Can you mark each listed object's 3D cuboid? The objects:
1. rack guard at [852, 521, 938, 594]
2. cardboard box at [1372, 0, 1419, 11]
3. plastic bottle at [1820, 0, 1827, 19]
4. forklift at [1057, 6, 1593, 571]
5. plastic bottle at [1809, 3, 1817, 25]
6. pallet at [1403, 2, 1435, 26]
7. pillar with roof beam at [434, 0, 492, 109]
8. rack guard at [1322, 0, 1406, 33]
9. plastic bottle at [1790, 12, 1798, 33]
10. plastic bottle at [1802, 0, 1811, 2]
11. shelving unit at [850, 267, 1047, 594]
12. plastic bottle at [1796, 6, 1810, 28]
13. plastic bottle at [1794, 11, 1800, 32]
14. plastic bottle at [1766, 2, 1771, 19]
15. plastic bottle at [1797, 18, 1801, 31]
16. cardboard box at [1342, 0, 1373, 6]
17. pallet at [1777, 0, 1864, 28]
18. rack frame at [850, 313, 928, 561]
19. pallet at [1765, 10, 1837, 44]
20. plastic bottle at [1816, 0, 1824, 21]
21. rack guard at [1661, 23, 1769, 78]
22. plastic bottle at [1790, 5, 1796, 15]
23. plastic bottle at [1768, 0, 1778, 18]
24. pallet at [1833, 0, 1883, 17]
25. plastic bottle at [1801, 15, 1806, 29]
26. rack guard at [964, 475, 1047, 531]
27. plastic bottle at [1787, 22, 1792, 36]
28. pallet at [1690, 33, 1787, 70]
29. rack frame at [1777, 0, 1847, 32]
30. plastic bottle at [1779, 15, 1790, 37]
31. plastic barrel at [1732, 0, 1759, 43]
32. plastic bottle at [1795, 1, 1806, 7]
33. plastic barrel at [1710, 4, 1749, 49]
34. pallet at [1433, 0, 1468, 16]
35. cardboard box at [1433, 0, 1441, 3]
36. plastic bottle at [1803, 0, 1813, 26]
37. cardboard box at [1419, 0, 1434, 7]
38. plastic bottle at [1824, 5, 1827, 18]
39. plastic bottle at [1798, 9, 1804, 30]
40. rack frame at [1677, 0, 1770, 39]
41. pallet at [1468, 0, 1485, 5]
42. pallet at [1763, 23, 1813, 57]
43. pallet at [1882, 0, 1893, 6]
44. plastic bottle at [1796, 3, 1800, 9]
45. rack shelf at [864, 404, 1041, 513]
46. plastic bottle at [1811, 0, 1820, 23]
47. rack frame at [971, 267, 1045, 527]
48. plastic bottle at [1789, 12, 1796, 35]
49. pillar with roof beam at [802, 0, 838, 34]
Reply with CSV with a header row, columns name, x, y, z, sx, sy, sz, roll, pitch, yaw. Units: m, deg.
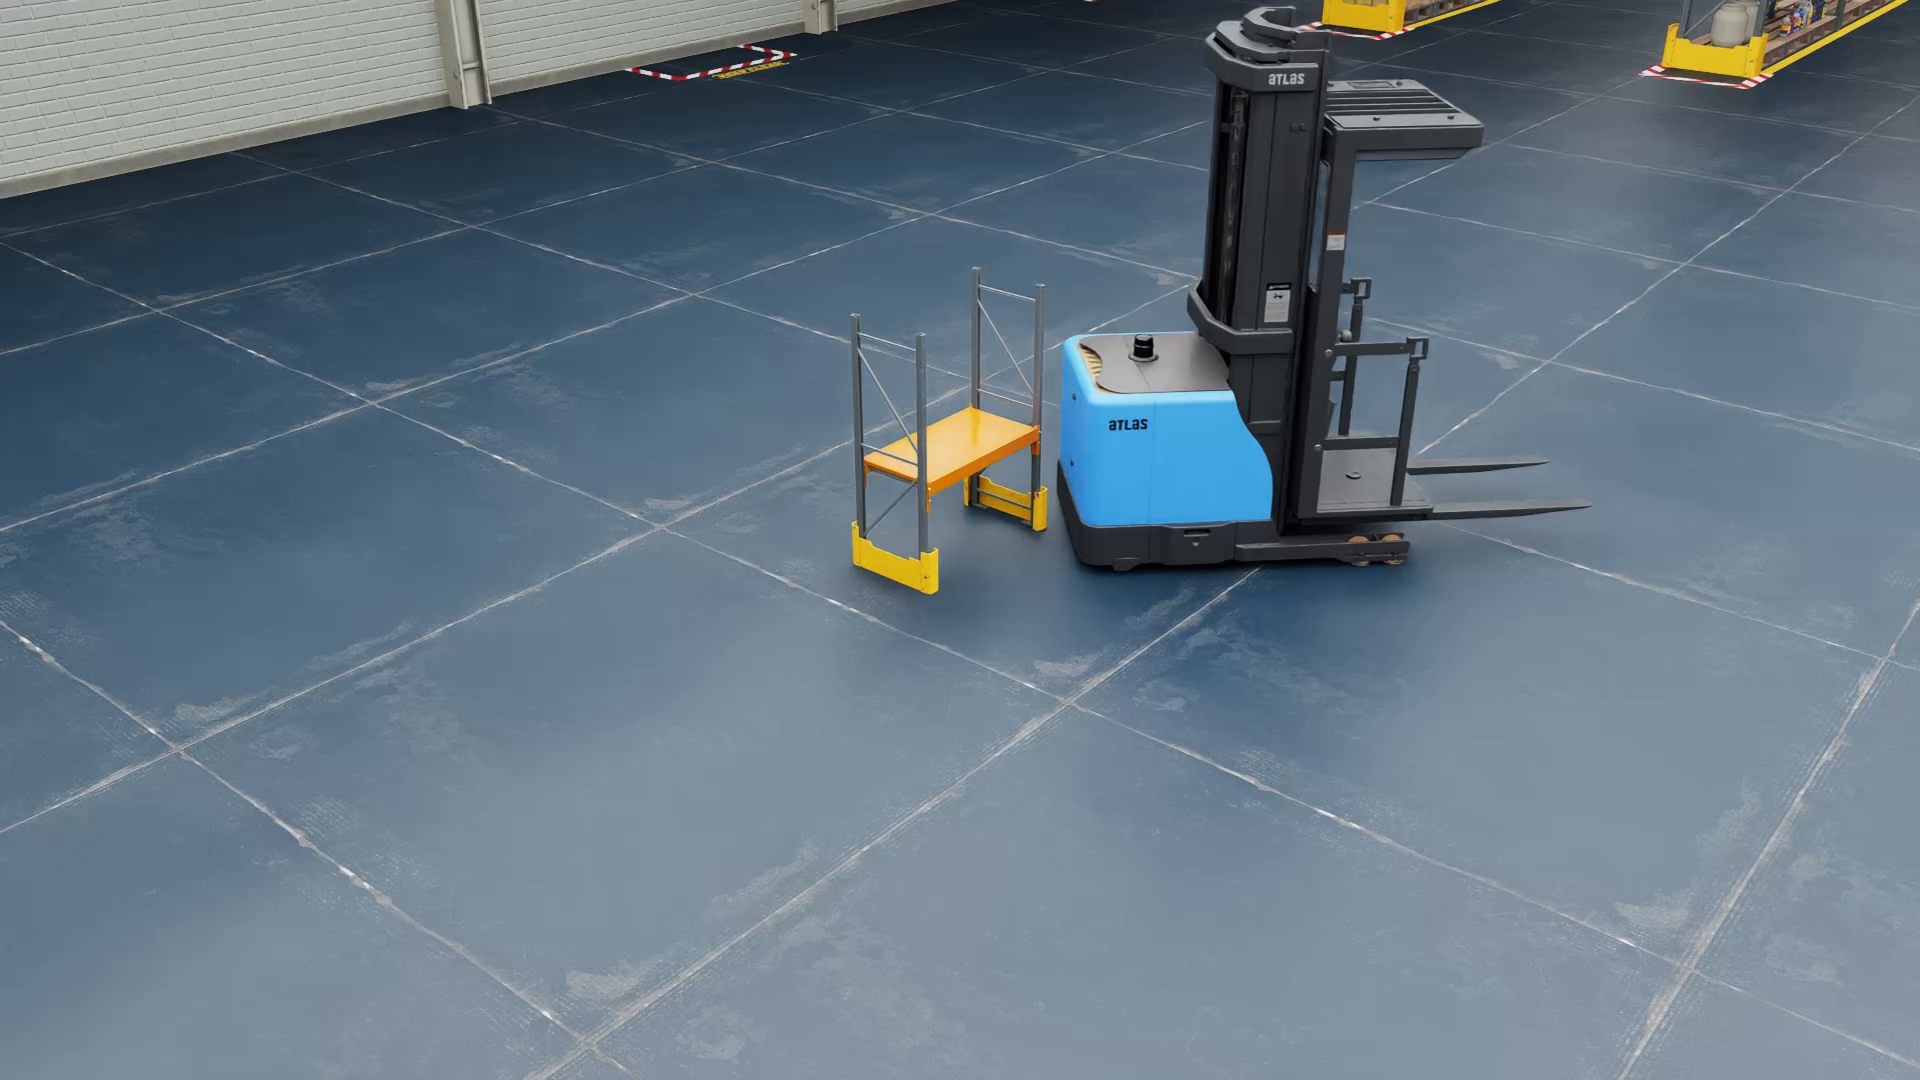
name,x,y,z,sx,sy,sz,roll,pitch,yaw
rack guard,-0.365,0.093,9.299,0.587,0.250,0.087,21,34,34
cardboard box,6.376,-7.908,24.306,0.500,0.250,0.500,21,34,34
plastic bottle,12.176,-7.508,23.477,0.061,0.283,0.133,23,35,37
forklift,2.138,-1.394,9.255,3.031,2.935,1.130,-2,27,-5
plastic bottle,11.847,-7.325,23.122,0.061,0.283,0.133,23,35,38
pallet,6.318,-7.862,24.718,1.003,0.211,1.213,21,34,34
pillar with roof beam,-2.494,-7.916,15.259,9.100,9.000,0.400,21,34,34
rack guard,5.848,-7.698,24.087,1.175,0.500,0.348,21,34,34
plastic bottle,11.295,-7.025,22.556,0.097,0.271,0.097,0,27,0
plastic bottle,11.929,-7.535,23.455,0.144,0.351,0.185,21,34,34
shelving unit,-0.048,-0.639,9.353,0.587,1.500,1.083,21,34,34
plastic bottle,11.607,-7.220,22.928,0.152,0.276,0.135,21,34,35
plastic bottle,11.359,-7.060,22.624,0.097,0.271,0.097,0,27,0
plastic bottle,11.395,-7.518,23.509,0.097,0.271,0.097,0,27,0
plastic bottle,11.422,-7.065,22.708,0.097,0.201,0.097,0,27,0
cardboard box,5.977,-8.059,24.599,0.500,0.250,0.500,21,34,34
pallet,12.697,-7.838,24.671,1.003,0.211,1.213,21,34,34
rack frame,-0.378,-0.456,8.999,0.500,1.500,0.032,21,34,34
pallet,11.768,-7.322,23.674,1.003,0.211,1.213,21,34,34
plastic bottle,12.040,-7.493,23.373,0.144,0.351,0.185,20,33,33
rack guard,9.695,-6.299,21.381,1.175,0.500,0.348,21,34,34
plastic bottle,11.524,-7.255,22.986,0.061,0.283,0.133,21,34,34
plastic bottle,11.505,-7.598,23.577,0.144,0.351,0.185,21,34,34
pallet,13.473,-8.272,25.510,1.003,0.211,1.213,21,34,34
plastic bottle,11.553,-7.137,22.849,0.097,0.201,0.097,0,27,0
rack guard,0.268,-0.261,9.982,0.587,0.250,0.087,21,34,34
plastic bottle,11.143,-6.909,22.408,0.097,0.201,0.097,0,27,0
pallet,10.216,-6.457,22.001,1.003,0.211,1.213,21,34,34
rack frame,12.228,-8.786,23.470,1.000,3.000,0.127,21,34,34
plastic bottle,11.077,-6.904,22.321,0.097,0.271,0.097,0,27,0
plastic barrel,10.362,-6.883,22.041,0.421,0.512,0.421,0,27,0
plastic bottle,11.788,-7.426,23.325,0.152,0.276,0.135,21,34,34
plastic barrel,10.043,-6.705,21.698,0.421,0.512,0.421,0,27,0
pallet,7.094,-8.293,25.550,1.003,0.211,1.213,21,34,34
cardboard box,7.010,-8.263,24.994,0.500,0.250,0.500,21,34,34
plastic bottle,11.713,-7.310,23.020,0.144,0.351,0.185,21,34,34
cardboard box,6.692,-8.086,24.651,0.500,0.250,0.500,21,34,34
plastic bottle,12.237,-7.519,23.587,0.097,0.201,0.097,0,27,0
plastic bottle,11.488,-7.132,22.763,0.097,0.271,0.097,0,27,0
rack frame,9.683,-7.368,20.728,1.000,3.000,0.127,21,34,34
pallet,7.870,-8.727,26.390,1.003,0.211,1.213,21,34,34
pallet,10.993,-6.887,22.834,1.003,0.211,1.213,21,34,34
pallet,14.249,-8.703,26.343,1.003,0.211,1.213,21,34,34
plastic bottle,11.617,-7.301,23.076,0.061,0.283,0.133,21,34,34
rack shelf,-0.054,-0.476,9.430,0.538,0.185,1.000,21,34,34
plastic bottle,11.918,-7.425,23.242,0.144,0.351,0.185,19,33,32
rack frame,0.269,-0.816,9.695,0.500,1.500,0.032,21,34,34
plastic bottle,11.235,-6.984,22.463,0.061,0.283,0.133,21,34,35
pillar with roof beam,1.322,-10.044,19.371,9.100,9.000,0.400,21,34,34
